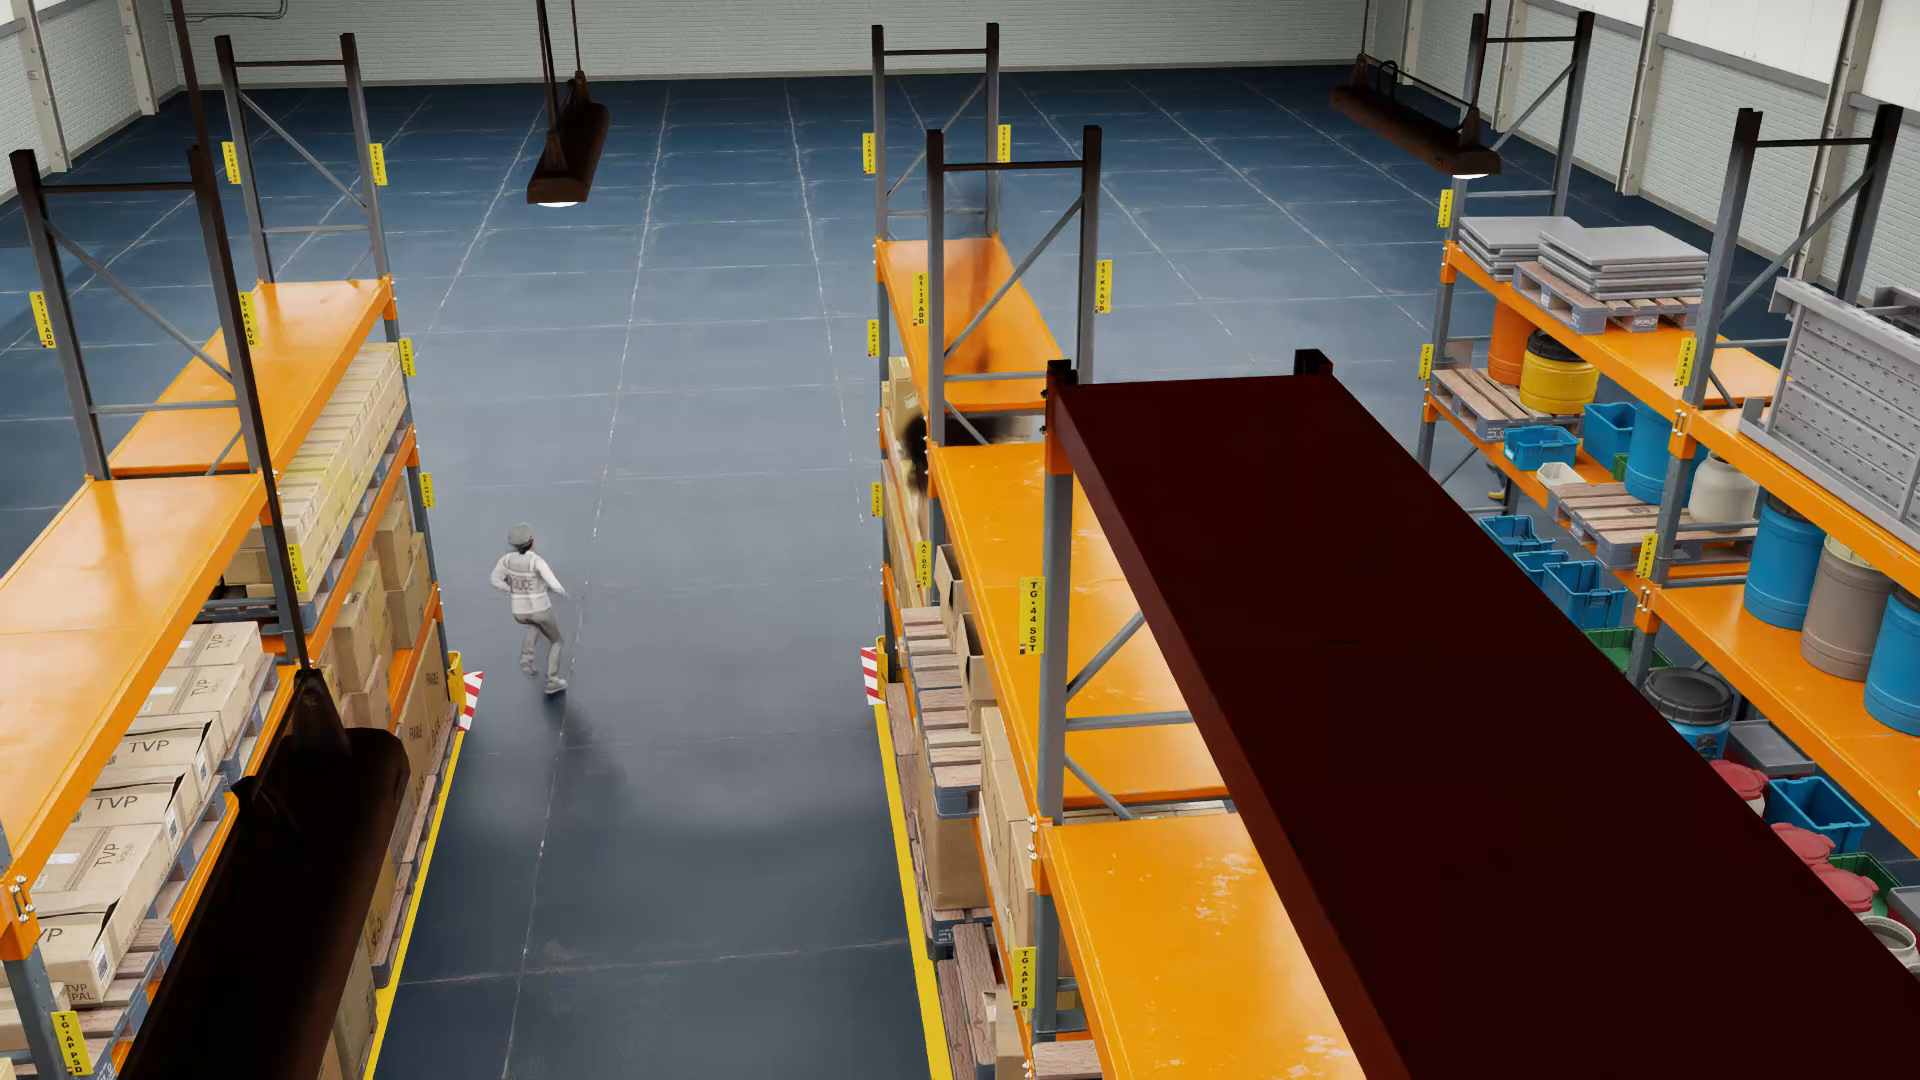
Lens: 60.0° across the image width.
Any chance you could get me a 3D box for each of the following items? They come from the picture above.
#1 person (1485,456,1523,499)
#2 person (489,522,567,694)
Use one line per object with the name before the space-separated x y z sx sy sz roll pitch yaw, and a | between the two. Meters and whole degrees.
person | 6.387 -1.245 19.128 0.544 1.729 0.698 12 28 23
person | -3.975 0.612 15.409 0.702 1.595 0.575 5 26 10
